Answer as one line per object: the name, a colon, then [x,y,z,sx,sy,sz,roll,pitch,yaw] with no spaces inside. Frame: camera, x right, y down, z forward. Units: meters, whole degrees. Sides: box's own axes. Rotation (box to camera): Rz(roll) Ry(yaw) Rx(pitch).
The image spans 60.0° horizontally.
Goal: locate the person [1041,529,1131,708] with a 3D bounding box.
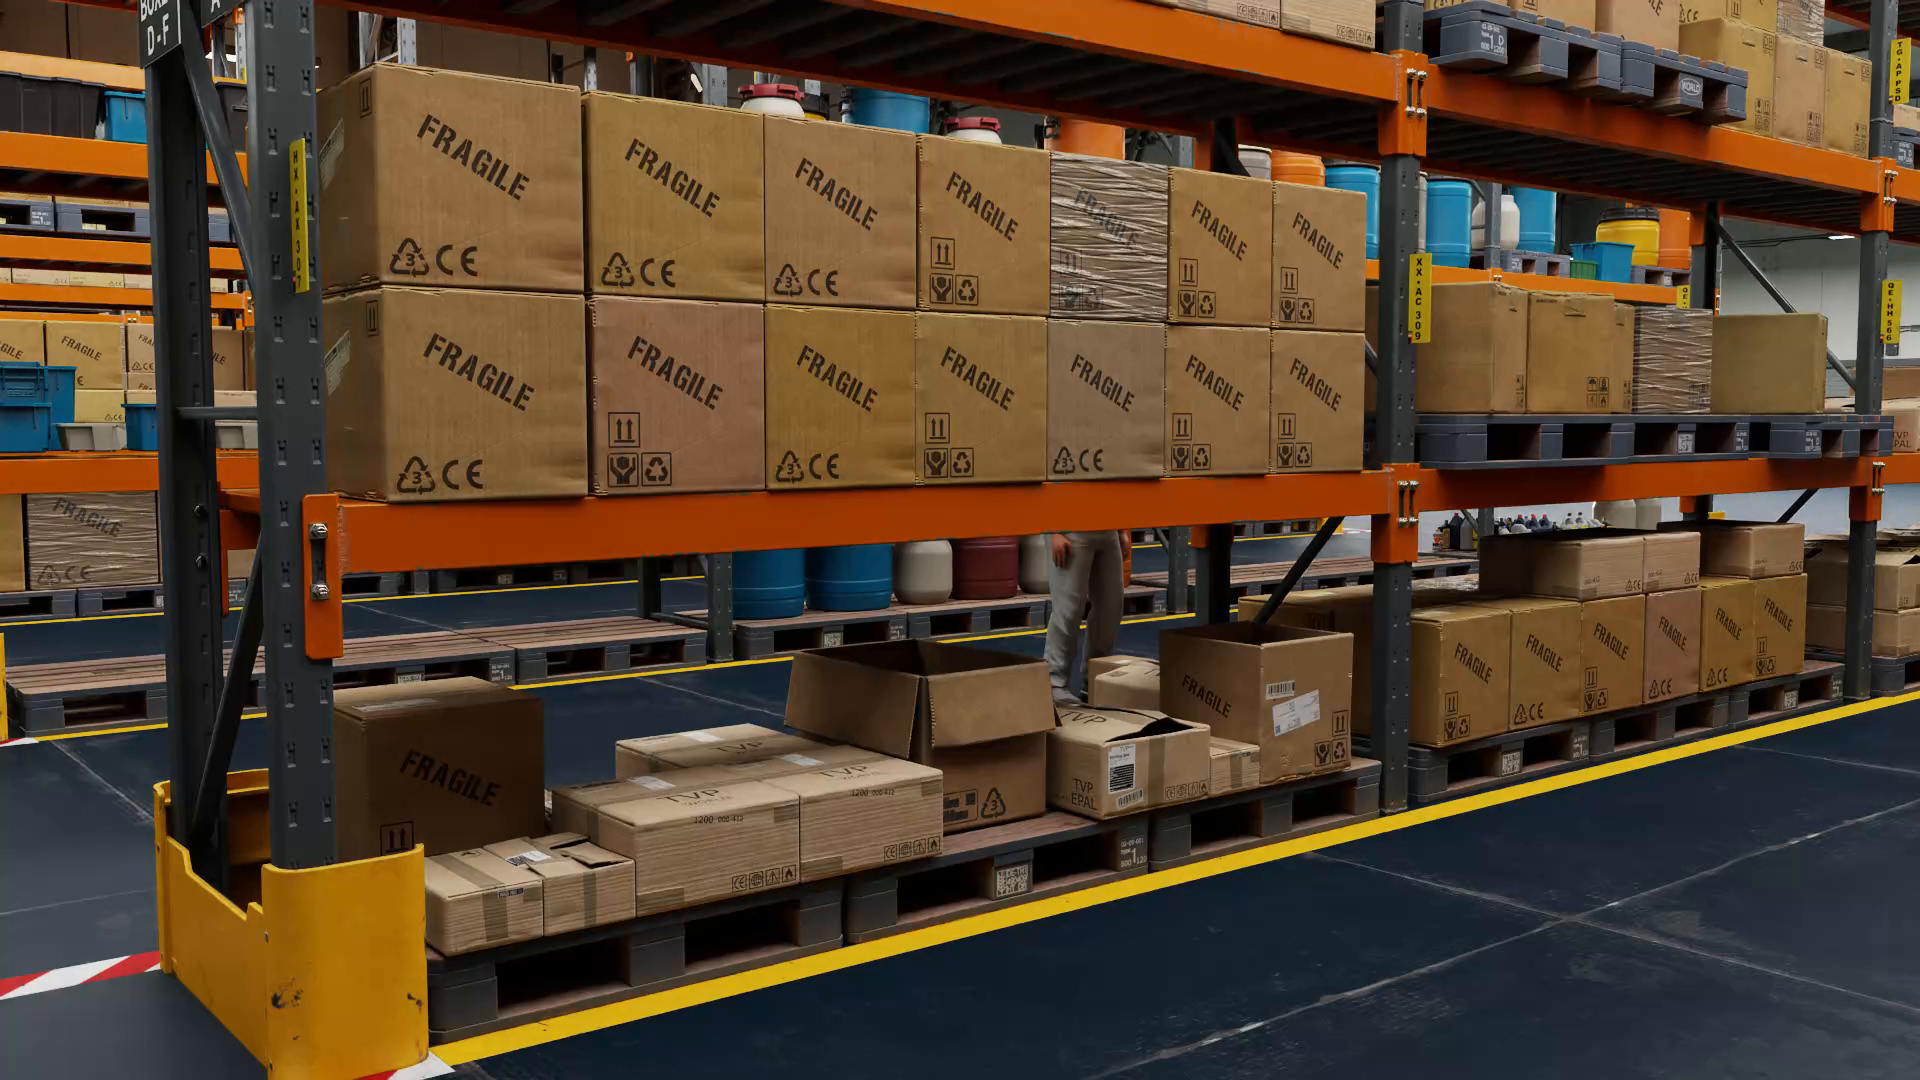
person: [0.656,-0.022,8.738,0.603,1.747,0.437,-4,6,-42]
